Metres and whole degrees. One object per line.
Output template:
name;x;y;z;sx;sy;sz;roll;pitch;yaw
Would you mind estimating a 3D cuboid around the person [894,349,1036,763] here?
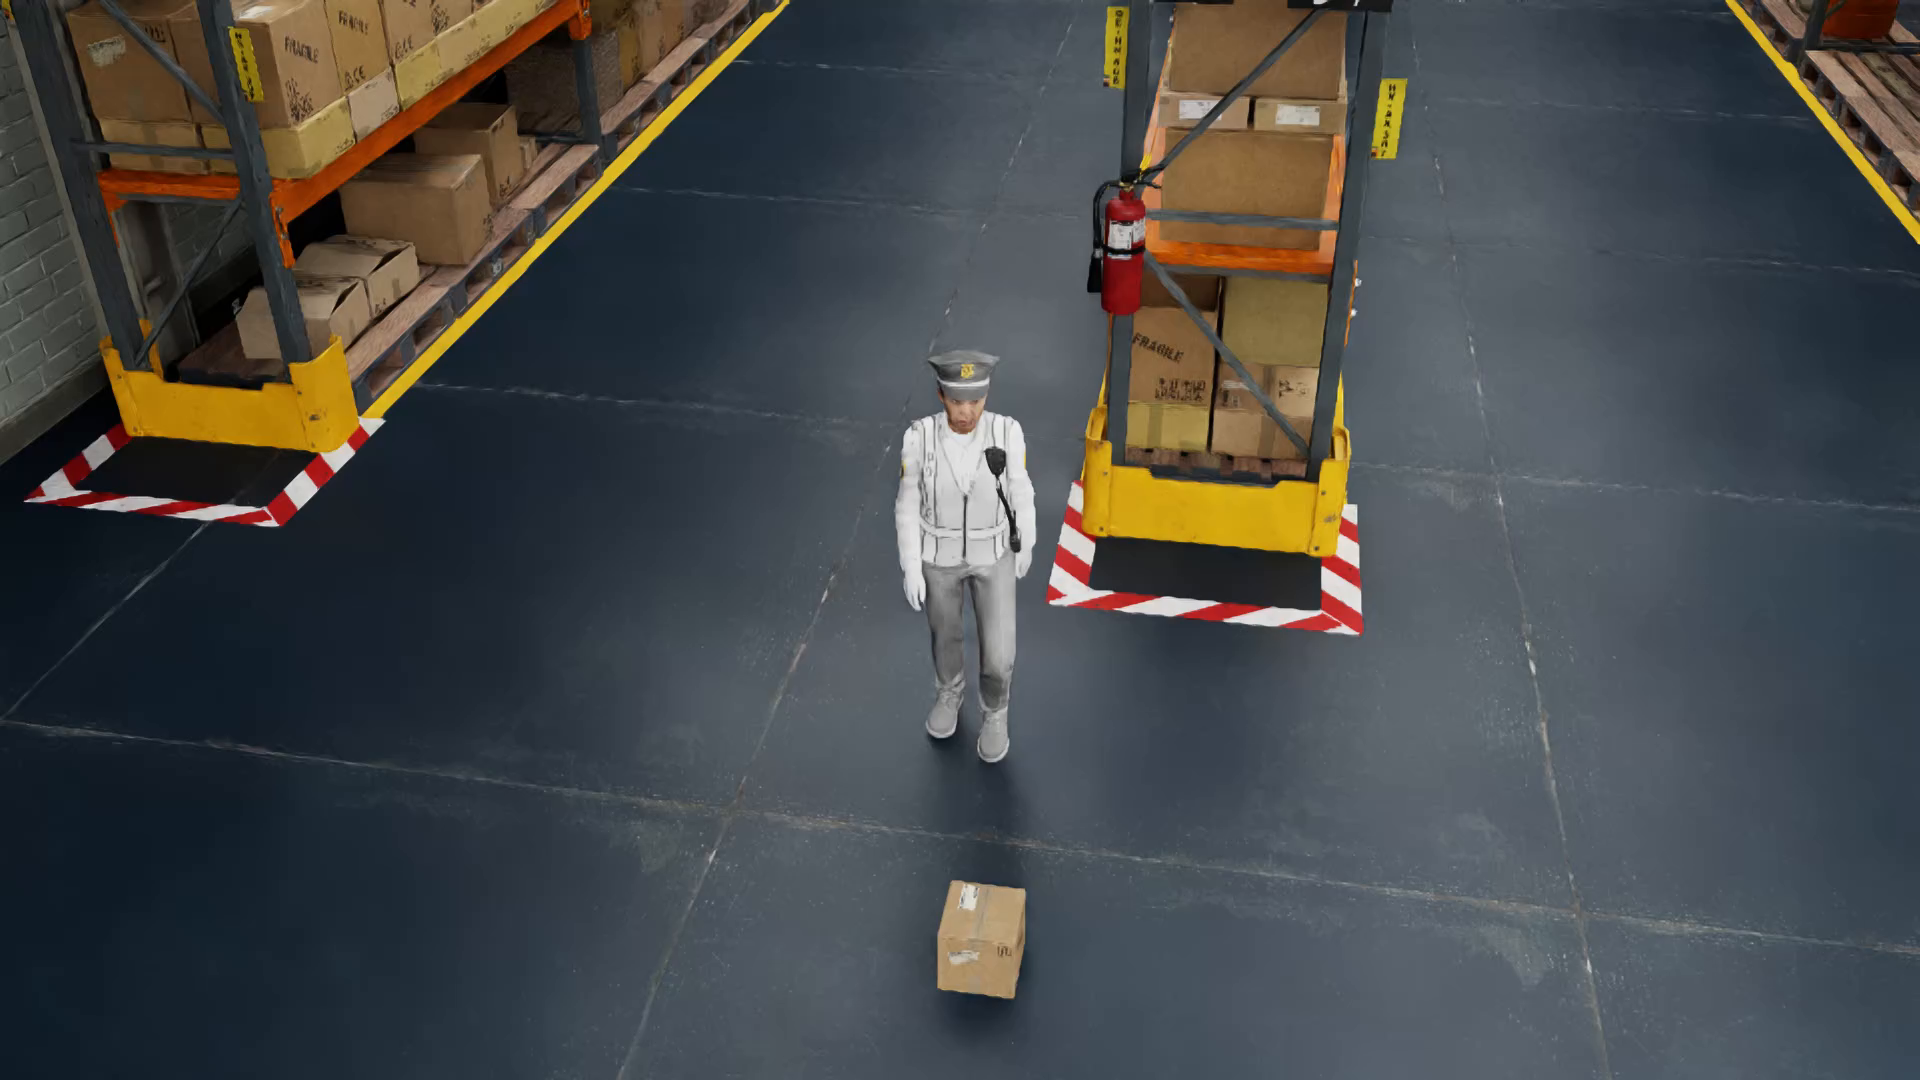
person;0.022;0.054;6.007;0.509;1.672;0.495;1;33;1
